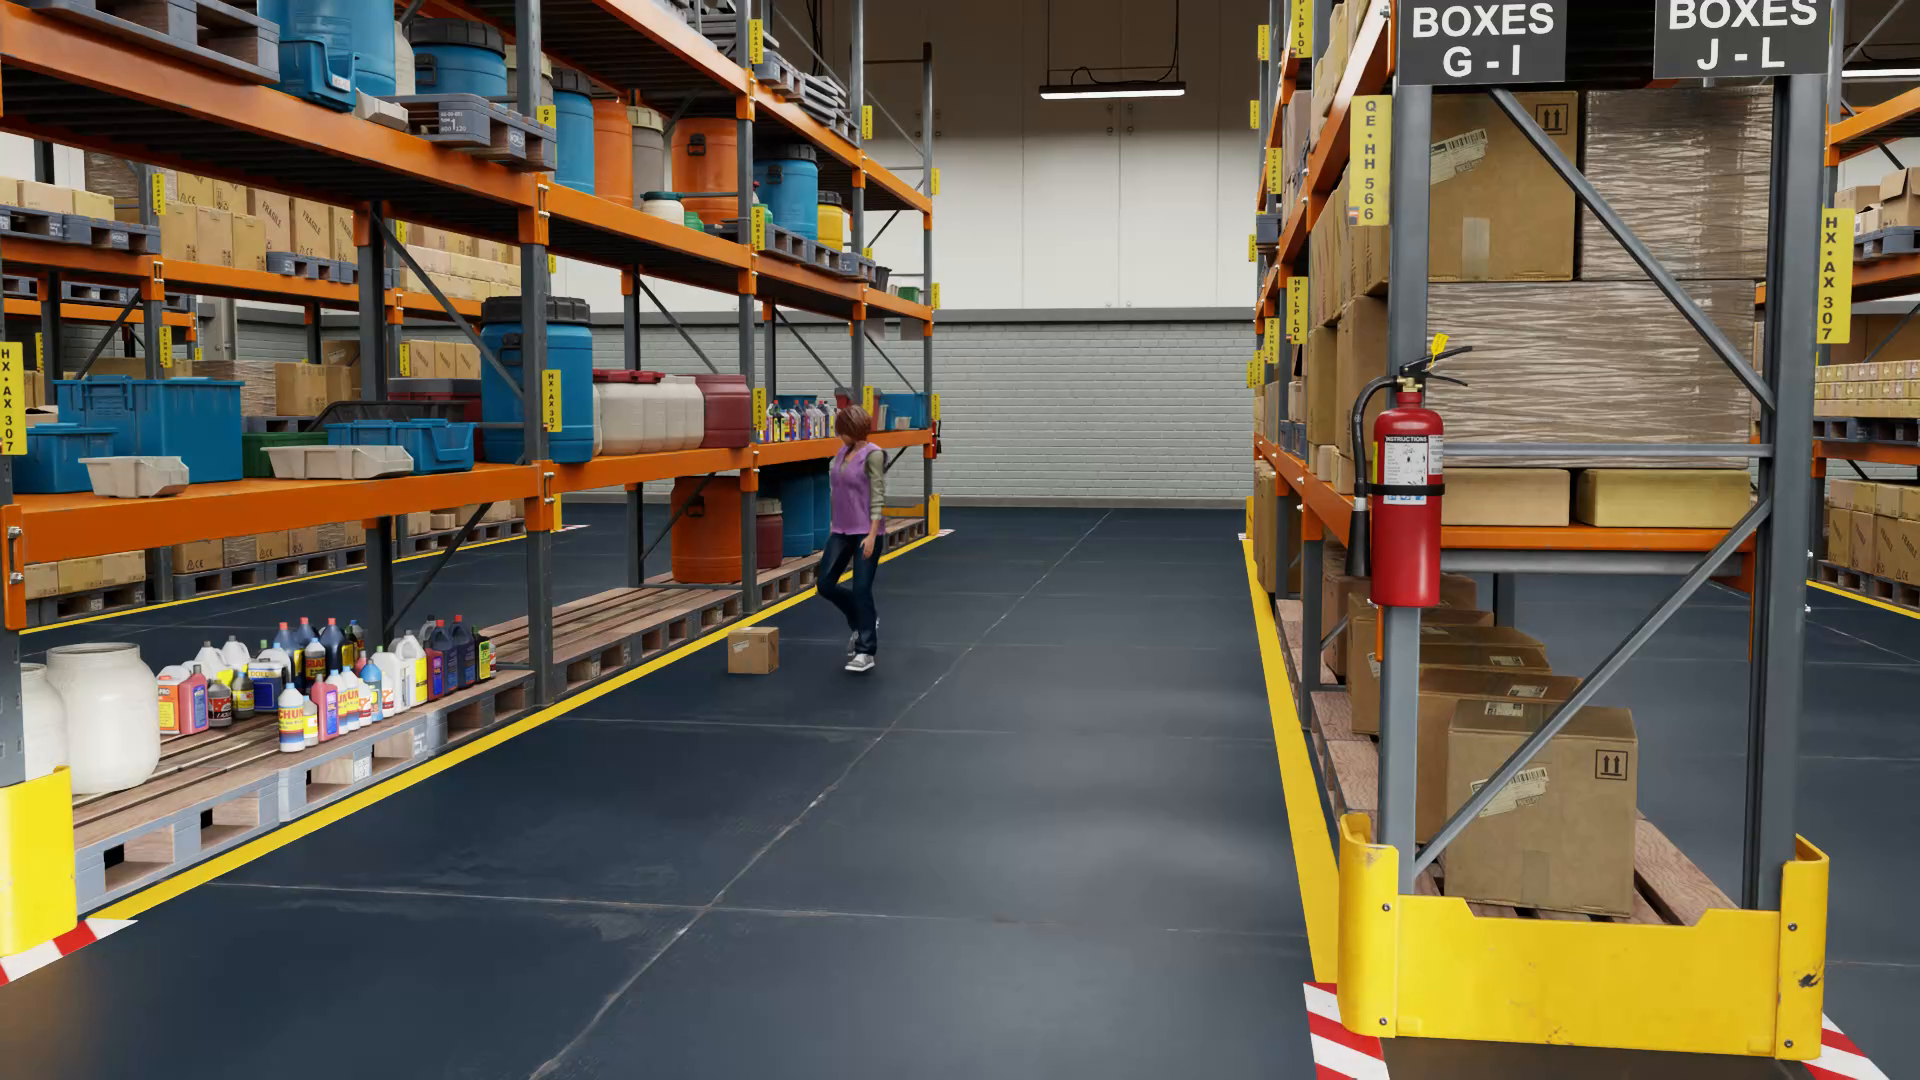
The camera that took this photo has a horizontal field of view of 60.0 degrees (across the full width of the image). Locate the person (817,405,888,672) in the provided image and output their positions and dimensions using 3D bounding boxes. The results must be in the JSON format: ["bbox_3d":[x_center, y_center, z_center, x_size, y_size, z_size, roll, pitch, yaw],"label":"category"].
[{"bbox_3d":[-0.597,-0.013,10.104,0.460,1.584,0.475,4,6,41],"label":"person"}]
